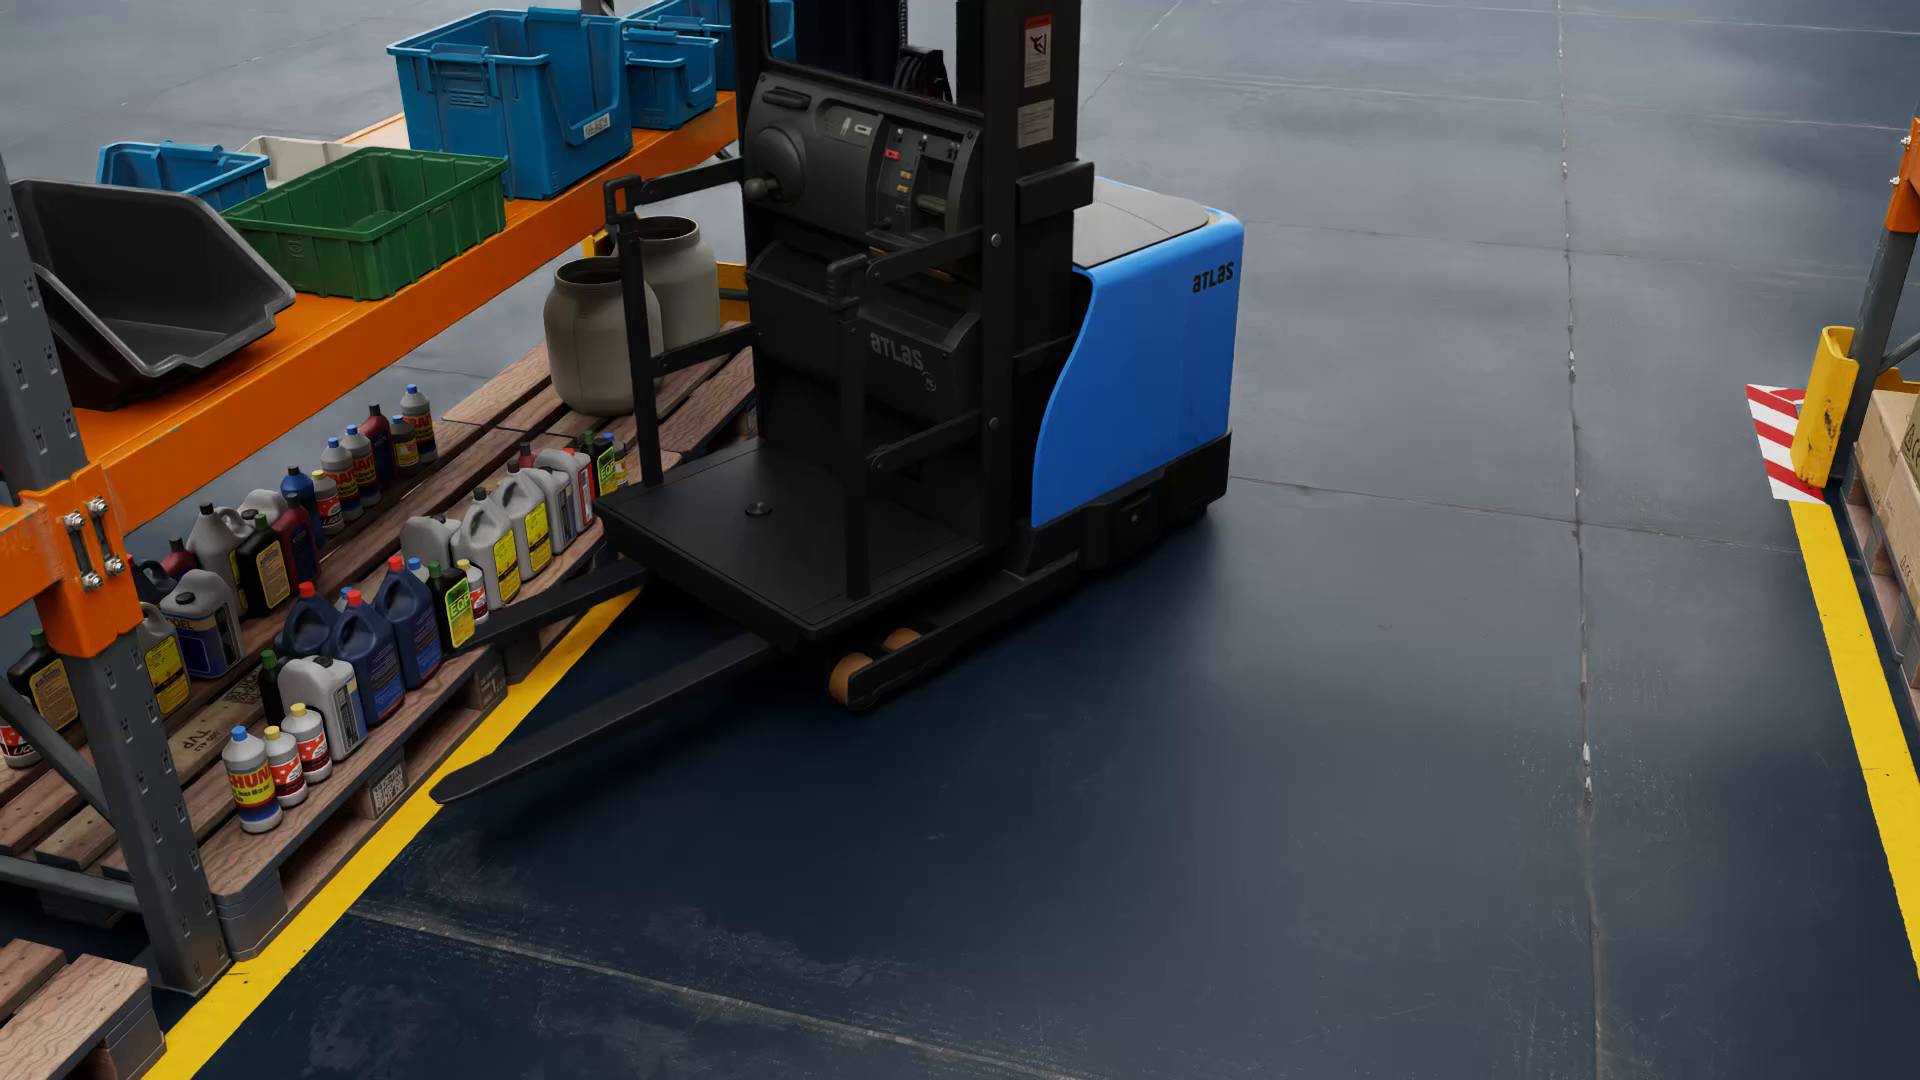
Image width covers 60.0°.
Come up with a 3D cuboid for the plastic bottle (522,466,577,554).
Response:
[{"bbox_3d":[-1.307,-0.115,5.220,0.152,0.276,0.135,8,30,13],"label":"plastic bottle"}]

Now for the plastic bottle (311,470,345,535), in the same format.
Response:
[{"bbox_3d":[-2.035,-0.126,5.316,0.097,0.201,0.097,0,29,0],"label":"plastic bottle"}]

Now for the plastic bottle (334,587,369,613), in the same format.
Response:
[{"bbox_3d":[-1.659,0.252,4.565,0.097,0.271,0.097,0,29,0],"label":"plastic bottle"}]

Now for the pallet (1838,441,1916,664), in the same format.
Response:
[{"bbox_3d":[3.504,0.082,5.385,1.003,0.211,1.213,8,30,15],"label":"pallet"}]

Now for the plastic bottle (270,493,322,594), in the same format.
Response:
[{"bbox_3d":[-2.002,0.008,4.992,0.061,0.283,0.133,8,30,15],"label":"plastic bottle"}]

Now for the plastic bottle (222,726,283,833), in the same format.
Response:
[{"bbox_3d":[-1.707,0.567,3.999,0.097,0.271,0.097,0,29,0],"label":"plastic bottle"}]

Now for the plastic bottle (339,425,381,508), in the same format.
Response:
[{"bbox_3d":[-1.976,-0.249,5.466,0.097,0.271,0.097,0,29,0],"label":"plastic bottle"}]

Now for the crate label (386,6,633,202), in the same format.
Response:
[{"bbox_3d":[-1.327,-1.328,5.015,0.502,0.435,0.616,8,30,15],"label":"crate label"}]

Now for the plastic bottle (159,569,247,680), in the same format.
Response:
[{"bbox_3d":[-2.101,0.230,4.599,0.152,0.276,0.135,8,30,15],"label":"plastic bottle"}]

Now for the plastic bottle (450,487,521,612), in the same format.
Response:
[{"bbox_3d":[-1.406,0.017,4.907,0.144,0.351,0.185,8,30,14],"label":"plastic bottle"}]

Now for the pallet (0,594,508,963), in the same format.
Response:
[{"bbox_3d":[-1.983,0.565,4.517,1.003,0.211,1.213,8,30,15],"label":"pallet"}]

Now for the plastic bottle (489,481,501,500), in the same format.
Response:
[{"bbox_3d":[-1.431,-0.091,5.254,0.097,0.201,0.097,0,29,0],"label":"plastic bottle"}]

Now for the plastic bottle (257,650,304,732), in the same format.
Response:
[{"bbox_3d":[-1.740,0.393,4.300,0.061,0.283,0.133,8,30,15],"label":"plastic bottle"}]

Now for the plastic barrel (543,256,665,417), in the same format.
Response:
[{"bbox_3d":[-1.313,-0.753,6.145,0.421,0.512,0.421,0,29,0],"label":"plastic barrel"}]

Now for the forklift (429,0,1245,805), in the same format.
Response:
[{"bbox_3d":[-0.449,-1.067,4.652,3.031,2.935,1.130,-26,38,-38],"label":"forklift"}]

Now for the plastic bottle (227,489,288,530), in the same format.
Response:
[{"bbox_3d":[-2.104,-0.004,5.021,0.152,0.276,0.135,9,30,16],"label":"plastic bottle"}]

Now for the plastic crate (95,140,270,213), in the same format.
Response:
[{"bbox_3d":[-2.154,-0.835,4.319,0.499,0.251,0.616,8,30,15],"label":"plastic crate"}]

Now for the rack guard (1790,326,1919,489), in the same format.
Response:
[{"bbox_3d":[3.695,-0.417,5.985,1.175,0.500,0.348,8,30,15],"label":"rack guard"}]

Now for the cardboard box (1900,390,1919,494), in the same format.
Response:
[{"bbox_3d":[3.173,-0.357,4.932,0.500,0.500,0.500,8,30,15],"label":"cardboard box"}]

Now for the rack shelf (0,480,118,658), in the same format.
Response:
[{"bbox_3d":[-2.807,0.896,1.793,1.077,0.370,4.000,8,30,15],"label":"rack shelf"}]

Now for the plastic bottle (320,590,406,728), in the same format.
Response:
[{"bbox_3d":[-1.586,0.302,4.394,0.144,0.351,0.185,9,30,16],"label":"plastic bottle"}]

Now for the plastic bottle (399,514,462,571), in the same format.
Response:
[{"bbox_3d":[-1.555,0.040,4.942,0.152,0.276,0.135,8,30,15],"label":"plastic bottle"}]

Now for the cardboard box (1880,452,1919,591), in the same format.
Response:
[{"bbox_3d":[3.175,-0.029,5.114,0.500,0.250,0.500,8,30,15],"label":"cardboard box"}]

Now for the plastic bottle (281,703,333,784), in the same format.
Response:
[{"bbox_3d":[-1.647,0.503,4.186,0.097,0.201,0.097,0,29,0],"label":"plastic bottle"}]

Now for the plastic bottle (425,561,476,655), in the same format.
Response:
[{"bbox_3d":[-1.442,0.173,4.695,0.061,0.283,0.133,10,31,17],"label":"plastic bottle"}]

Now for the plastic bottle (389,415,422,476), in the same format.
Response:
[{"bbox_3d":[-1.906,-0.329,5.683,0.097,0.201,0.097,0,29,0],"label":"plastic bottle"}]

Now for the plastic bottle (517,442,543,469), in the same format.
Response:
[{"bbox_3d":[-1.368,-0.197,5.360,0.061,0.283,0.133,8,30,15],"label":"plastic bottle"}]

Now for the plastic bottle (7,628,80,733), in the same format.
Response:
[{"bbox_3d":[-2.394,0.377,4.329,0.061,0.283,0.133,10,31,17],"label":"plastic bottle"}]

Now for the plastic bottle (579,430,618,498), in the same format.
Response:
[{"bbox_3d":[-1.183,-0.239,5.435,0.061,0.283,0.133,9,30,16],"label":"plastic bottle"}]

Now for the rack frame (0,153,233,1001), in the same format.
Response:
[{"bbox_3d":[-2.220,-0.347,3.289,1.000,3.000,0.127,8,30,15],"label":"rack frame"}]

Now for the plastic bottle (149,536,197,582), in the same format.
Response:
[{"bbox_3d":[-2.242,0.136,4.761,0.061,0.283,0.133,11,31,18],"label":"plastic bottle"}]

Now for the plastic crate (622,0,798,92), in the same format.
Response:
[{"bbox_3d":[-0.907,-1.866,6.172,0.499,0.251,0.616,8,30,15],"label":"plastic crate"}]

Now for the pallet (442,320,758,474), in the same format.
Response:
[{"bbox_3d":[-1.267,-0.569,6.556,1.003,0.211,1.213,8,30,15],"label":"pallet"}]

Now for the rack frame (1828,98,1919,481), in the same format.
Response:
[{"bbox_3d":[3.688,-1.498,5.357,1.000,3.000,0.127,8,30,15],"label":"rack frame"}]
